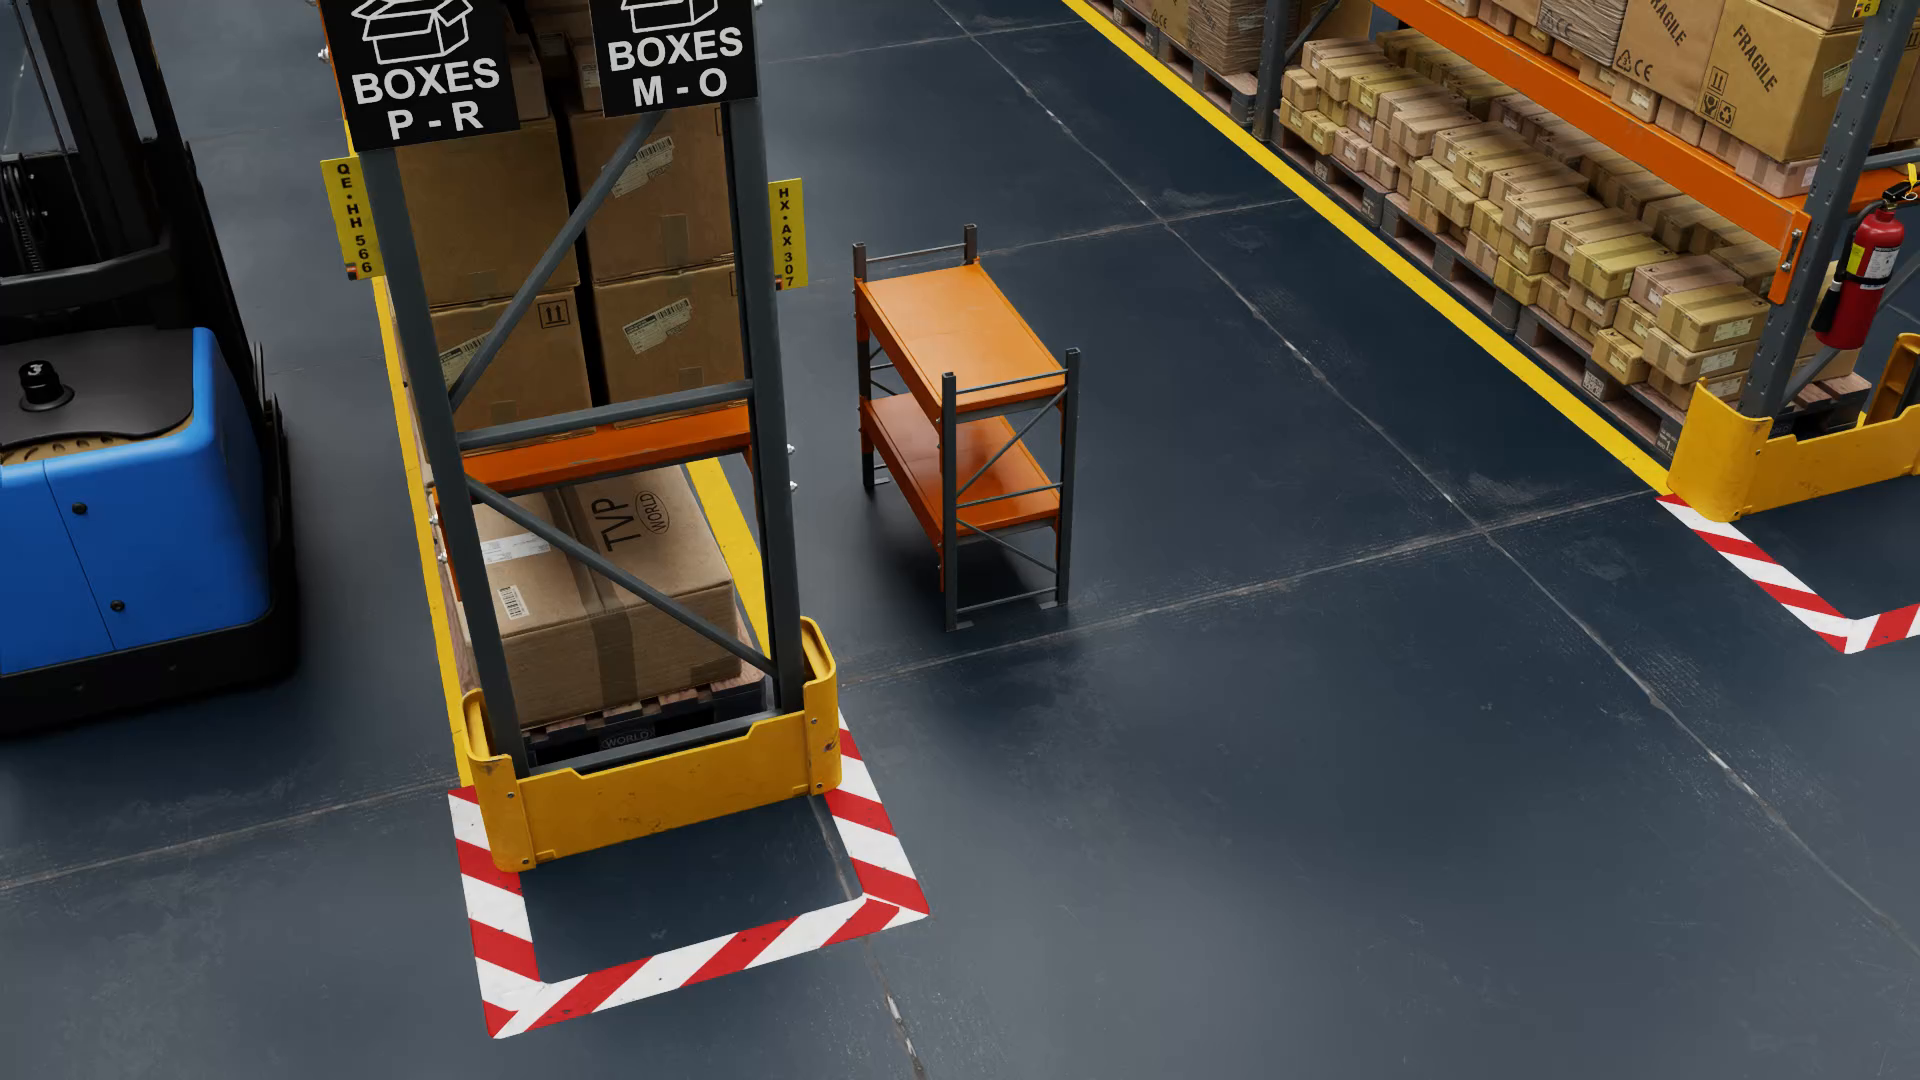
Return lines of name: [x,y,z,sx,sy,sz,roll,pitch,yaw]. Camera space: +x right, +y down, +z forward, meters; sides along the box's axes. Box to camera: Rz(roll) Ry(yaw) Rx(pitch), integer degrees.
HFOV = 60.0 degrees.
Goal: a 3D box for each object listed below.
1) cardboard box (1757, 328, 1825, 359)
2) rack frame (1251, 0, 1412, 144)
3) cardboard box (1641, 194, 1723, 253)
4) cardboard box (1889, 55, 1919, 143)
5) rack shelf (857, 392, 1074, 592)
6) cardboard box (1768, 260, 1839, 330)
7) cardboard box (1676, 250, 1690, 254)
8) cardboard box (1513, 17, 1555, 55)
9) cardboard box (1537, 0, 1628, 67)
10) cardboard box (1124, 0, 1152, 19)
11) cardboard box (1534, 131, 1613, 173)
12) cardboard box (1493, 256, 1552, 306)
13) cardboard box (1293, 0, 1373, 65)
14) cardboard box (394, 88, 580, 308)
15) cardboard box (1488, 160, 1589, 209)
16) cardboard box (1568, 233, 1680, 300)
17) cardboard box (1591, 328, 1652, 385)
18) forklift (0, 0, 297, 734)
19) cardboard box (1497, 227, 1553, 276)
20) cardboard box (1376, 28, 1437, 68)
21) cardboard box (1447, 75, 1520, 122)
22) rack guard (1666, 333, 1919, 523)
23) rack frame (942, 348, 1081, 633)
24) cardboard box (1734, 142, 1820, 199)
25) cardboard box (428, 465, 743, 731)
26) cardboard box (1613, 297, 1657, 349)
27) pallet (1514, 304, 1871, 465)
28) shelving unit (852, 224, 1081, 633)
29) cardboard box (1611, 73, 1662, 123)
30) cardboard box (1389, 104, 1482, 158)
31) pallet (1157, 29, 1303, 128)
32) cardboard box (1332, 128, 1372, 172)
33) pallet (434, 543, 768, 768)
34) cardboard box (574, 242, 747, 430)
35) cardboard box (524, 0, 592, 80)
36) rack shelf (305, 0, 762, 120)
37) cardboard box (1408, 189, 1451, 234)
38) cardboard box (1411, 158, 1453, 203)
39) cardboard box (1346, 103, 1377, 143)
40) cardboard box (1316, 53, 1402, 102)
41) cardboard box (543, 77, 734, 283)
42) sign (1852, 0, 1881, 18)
cardboard box: [3.674,-0.929,7.264,0.380,0.149,0.250,-11,38,-14]
rack frame: [2.237,-3.692,9.158,1.000,3.000,0.127,-12,39,-16]
cardboard box: [3.415,-1.488,7.758,0.380,0.149,0.250,-14,39,-18]
cardboard box: [3.719,-1.902,6.451,0.500,0.500,0.500,-11,38,-14]
rack shelf: [0.002,-0.250,6.554,0.538,0.278,1.000,-12,39,-16]
cardboard box: [3.752,-1.065,7.197,0.380,0.149,0.250,-14,39,-18]
cardboard box: [3.479,-1.383,7.866,0.380,0.149,0.250,-11,38,-15]
cardboard box: [2.769,-2.350,7.585,0.380,0.149,0.250,-12,39,-15]
cardboard box: [2.862,-2.368,7.070,0.500,0.500,0.500,-12,39,-16]
cardboard box: [1.397,-3.808,11.040,0.500,0.500,0.500,-13,39,-17]
cardboard box: [3.105,-1.927,8.341,0.380,0.149,0.250,-12,39,-16]
cardboard box: [2.799,-1.275,7.970,0.380,0.149,0.250,-14,39,-18]
cardboard box: [2.232,-3.334,10.411,0.500,0.500,0.500,-11,38,-14]
cardboard box: [-1.389,-1.013,4.687,0.500,0.500,0.500,-11,38,-14]
cardboard box: [2.792,-1.691,8.028,0.380,0.149,0.250,-14,39,-17]
cardboard box: [2.953,-1.219,7.402,0.380,0.149,0.250,-13,39,-17]
cardboard box: [3.053,-0.840,7.392,0.380,0.149,0.250,-11,38,-15]
forklift: [-3.428,-1.386,6.154,1.130,2.935,3.031,-13,39,-16]
cardboard box: [2.793,-1.402,7.892,0.380,0.149,0.250,-12,39,-15]
cardboard box: [2.604,-2.811,9.515,0.380,0.149,0.250,-11,38,-15]
cardboard box: [2.838,-2.373,8.934,0.380,0.149,0.250,-11,38,-14]
rack guard: [3.588,-0.477,6.967,1.175,0.500,0.348,-12,39,-16]
rack frame: [0.177,-0.158,6.025,0.500,1.125,0.032,-12,39,-16]
cardboard box: [3.236,-1.458,6.401,0.380,0.149,0.250,-12,39,-16]
cardboard box: [-1.320,0.153,5.834,0.875,0.438,0.875,-14,39,-17]
cardboard box: [3.125,-0.978,7.328,0.380,0.149,0.250,-13,39,-17]
pallet: [3.341,-0.828,7.673,1.003,0.211,1.213,-12,39,-16]
shelving unit: [0.002,-0.445,6.407,0.538,1.125,1.048,-12,39,-16]
cardboard box: [2.976,-1.884,6.966,0.380,0.149,0.250,-11,38,-15]
cardboard box: [2.456,-2.117,8.594,0.380,0.149,0.250,-12,39,-15]
pallet: [1.968,-3.018,10.581,1.003,0.211,1.213,-12,39,-16]
cardboard box: [2.287,-2.169,9.156,0.380,0.149,0.250,-13,39,-16]
pallet: [-1.348,0.328,6.139,1.003,0.211,1.213,-12,39,-16]
cardboard box: [-0.895,-0.721,5.131,0.500,0.500,0.500,-13,39,-16]
cardboard box: [-1.019,-1.440,4.715,0.380,0.149,0.250,-12,38,-15]
rack shelf: [-1.688,-2.391,5.536,1.077,0.370,4.000,-12,39,-16]
cardboard box: [2.545,-1.724,8.566,0.380,0.149,0.250,-13,39,-17]
cardboard box: [2.541,-1.845,8.480,0.380,0.149,0.250,-13,39,-16]
cardboard box: [2.350,-2.314,9.102,0.380,0.149,0.250,-13,39,-16]
cardboard box: [2.200,-2.553,9.172,0.380,0.149,0.250,-11,38,-14]
cardboard box: [-0.897,-1.120,4.829,0.500,0.500,0.500,-13,39,-17]
sign: [3.086,-1.917,5.577,0.100,0.325,0.005,-12,39,-16]
